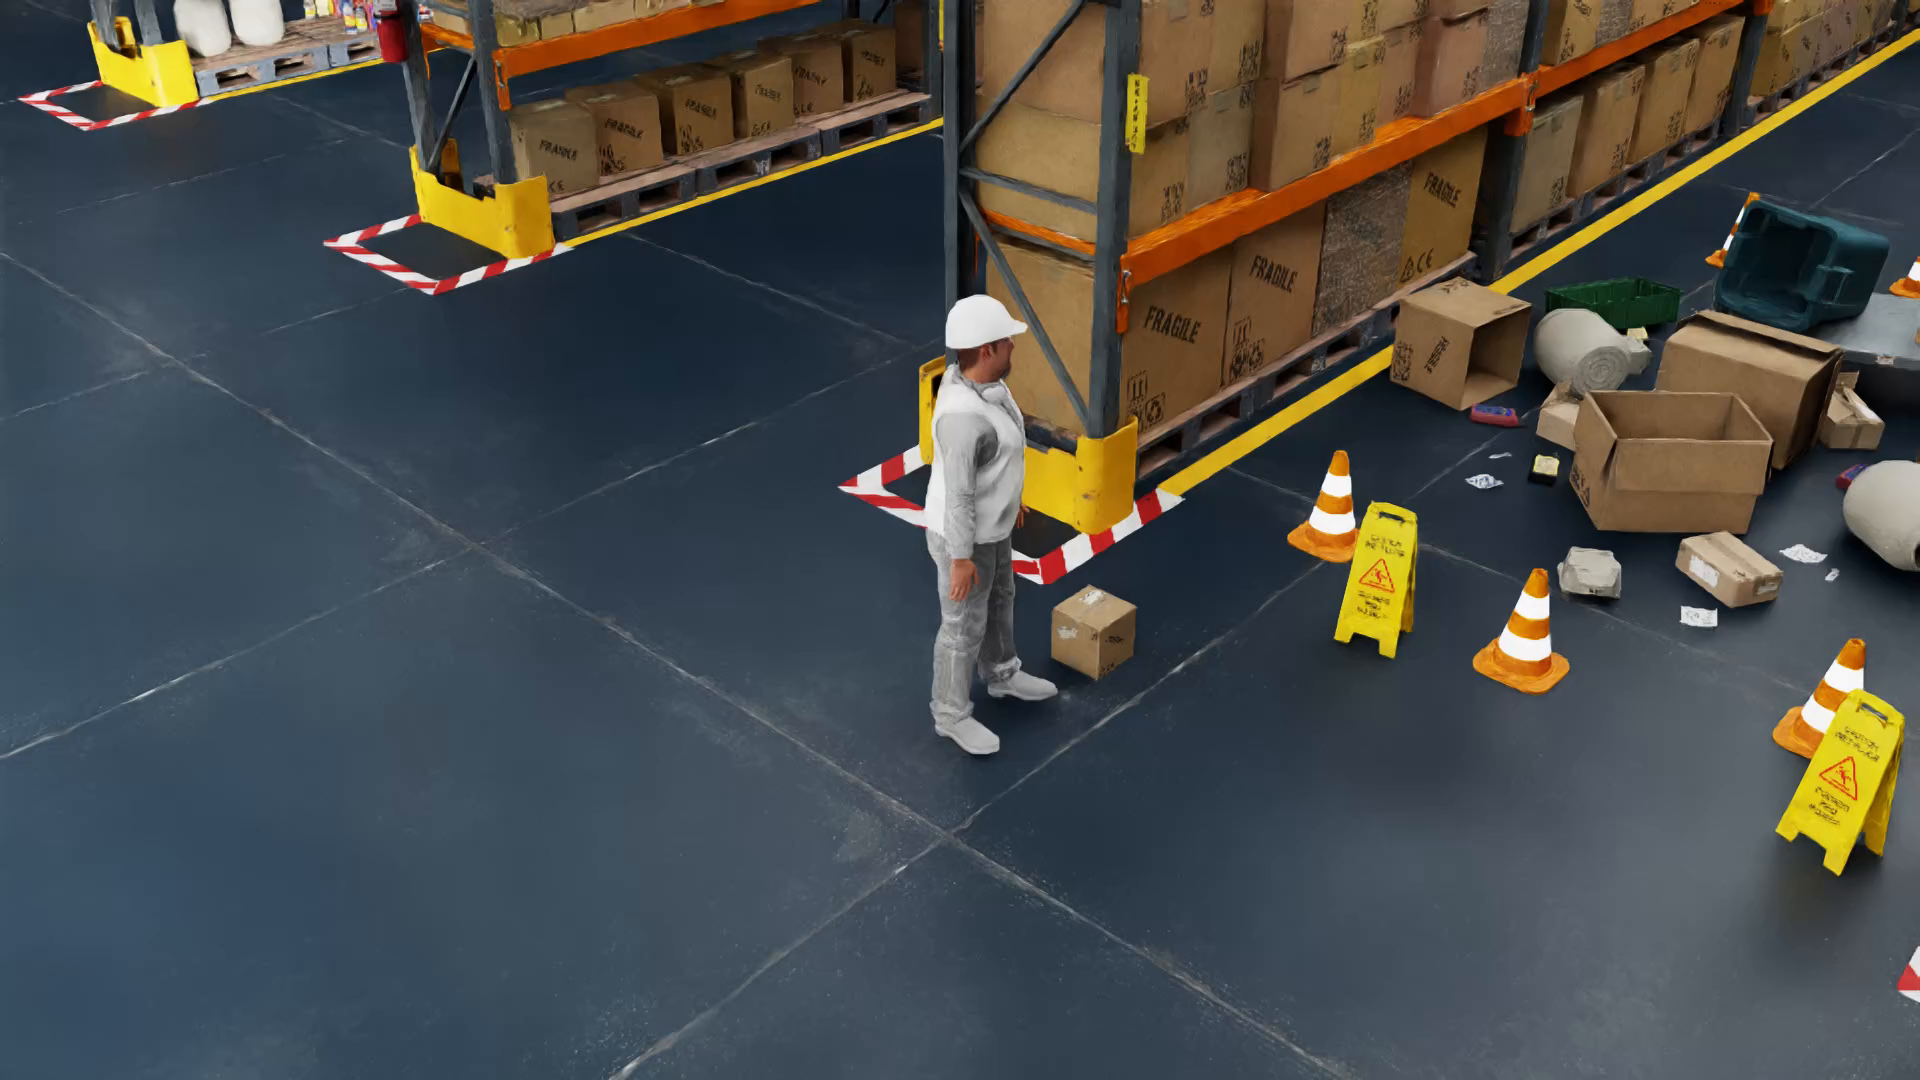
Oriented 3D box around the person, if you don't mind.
[{"bbox_3d":[0.121,-0.051,6.157,0.516,1.774,0.582,4,31,7],"label":"person"}]
